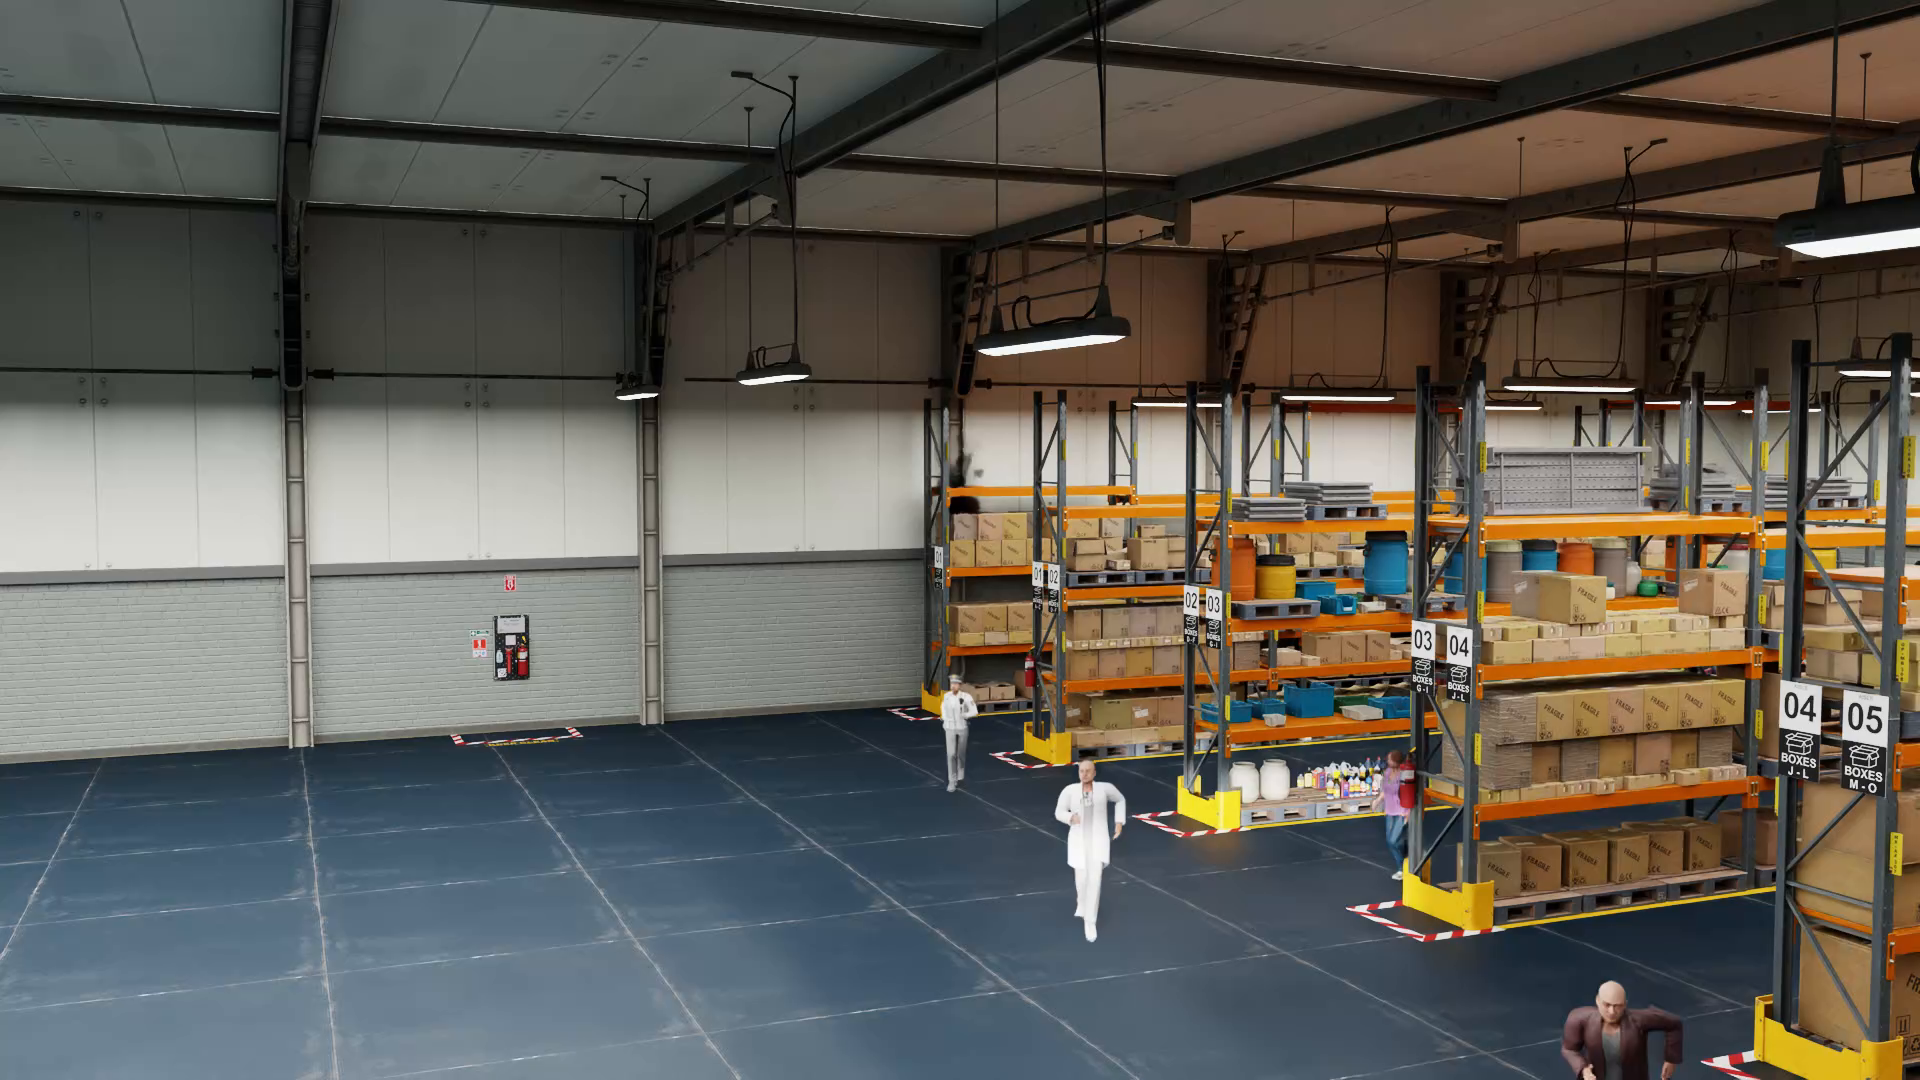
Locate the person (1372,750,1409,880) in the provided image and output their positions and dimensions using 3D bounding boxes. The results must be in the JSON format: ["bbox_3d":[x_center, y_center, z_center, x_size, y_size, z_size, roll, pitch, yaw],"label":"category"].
[{"bbox_3d":[5.137,3.230,19.568,0.535,1.545,0.547,-2,4,-27],"label":"person"}]

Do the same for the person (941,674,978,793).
[{"bbox_3d":[-0.019,2.856,24.889,0.597,1.714,0.868,1,3,9],"label":"person"}]

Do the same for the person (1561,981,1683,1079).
[{"bbox_3d":[4.371,3.685,11.015,0.731,1.644,0.938,2,4,28],"label":"person"}]

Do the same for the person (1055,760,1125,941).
[{"bbox_3d":[1.375,3.247,17.666,0.729,1.811,0.974,1,3,13],"label":"person"}]
